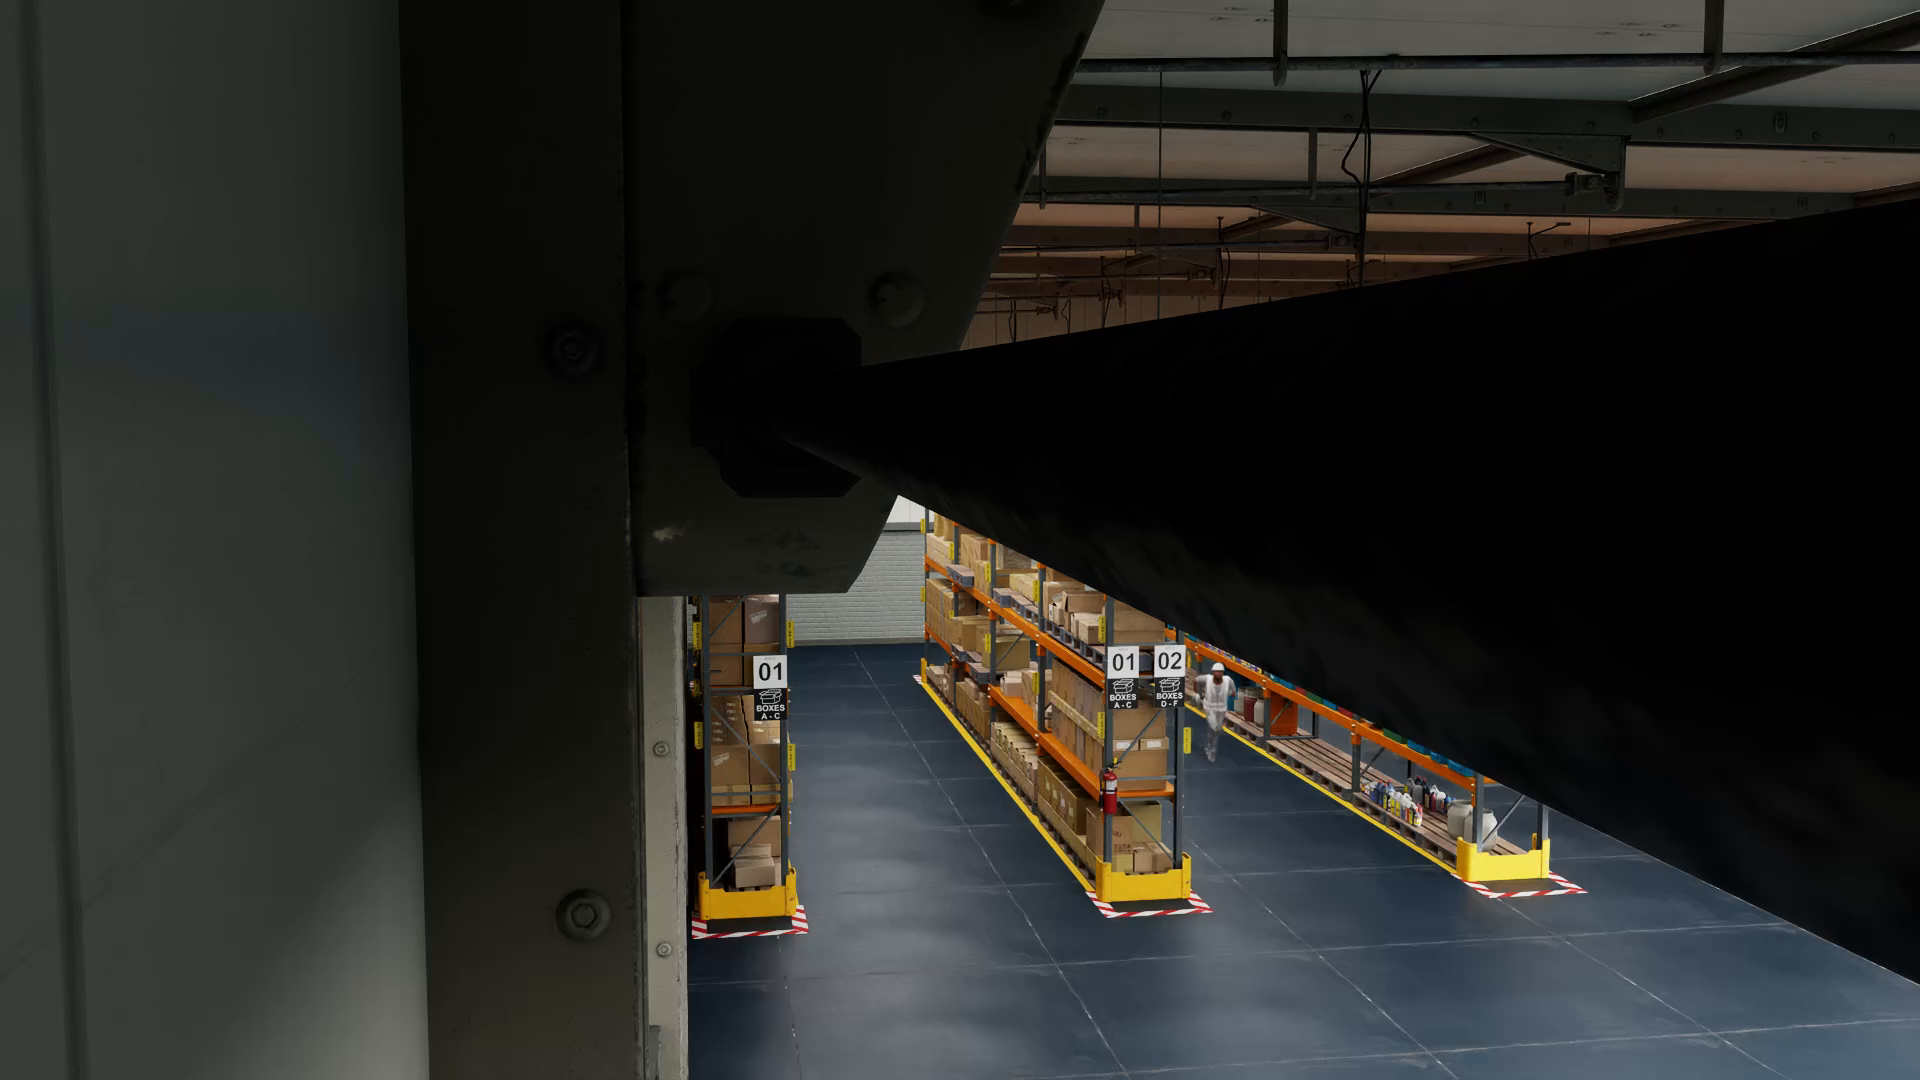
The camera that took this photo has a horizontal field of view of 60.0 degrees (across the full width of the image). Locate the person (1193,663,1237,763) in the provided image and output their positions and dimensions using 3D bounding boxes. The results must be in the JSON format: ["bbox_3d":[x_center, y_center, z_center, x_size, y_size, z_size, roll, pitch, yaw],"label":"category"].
[{"bbox_3d":[4.381,2.943,28.604,0.668,1.741,0.938,-1,5,-11],"label":"person"}]
